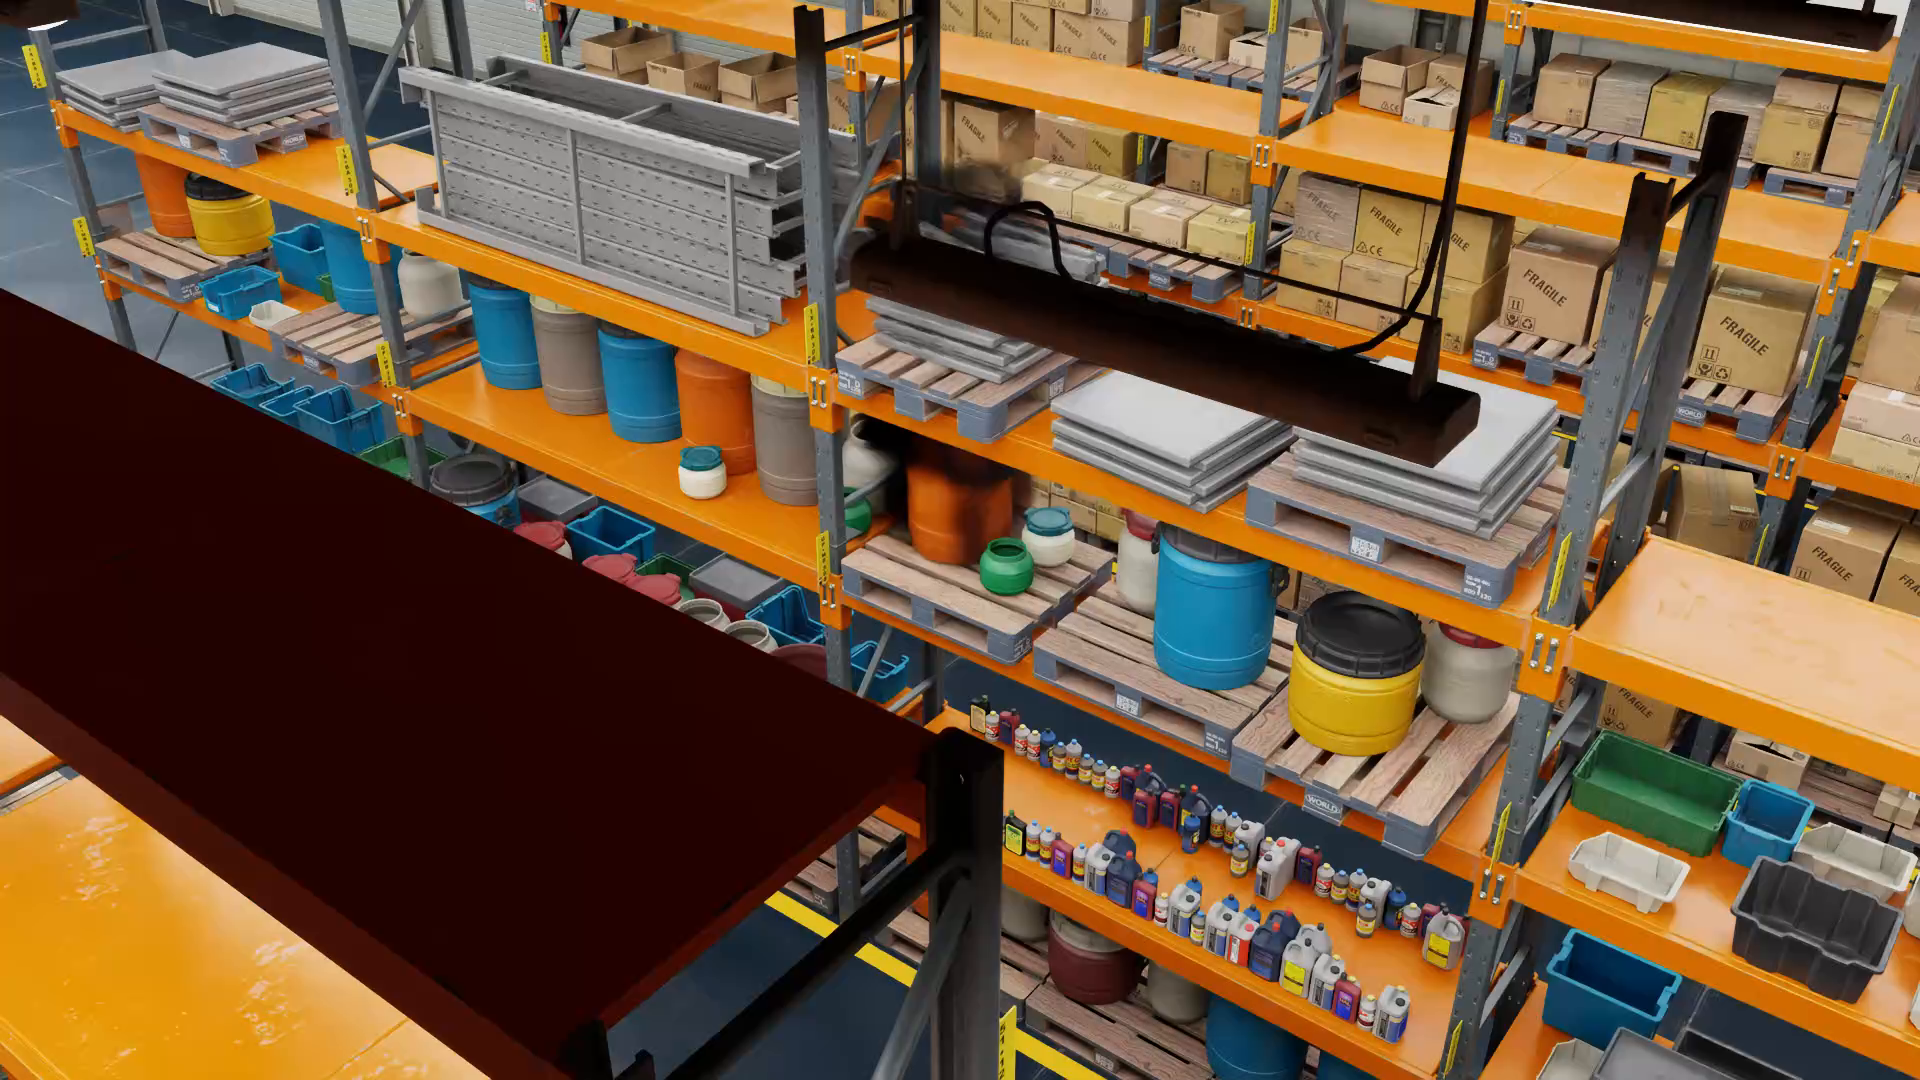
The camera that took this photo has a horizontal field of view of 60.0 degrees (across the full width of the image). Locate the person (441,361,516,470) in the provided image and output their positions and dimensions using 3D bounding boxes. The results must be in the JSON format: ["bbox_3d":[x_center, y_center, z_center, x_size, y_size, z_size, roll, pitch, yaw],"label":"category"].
[{"bbox_3d":[-4.658,-1.366,15.985,0.887,1.583,0.494,2,31,3],"label":"person"}]
